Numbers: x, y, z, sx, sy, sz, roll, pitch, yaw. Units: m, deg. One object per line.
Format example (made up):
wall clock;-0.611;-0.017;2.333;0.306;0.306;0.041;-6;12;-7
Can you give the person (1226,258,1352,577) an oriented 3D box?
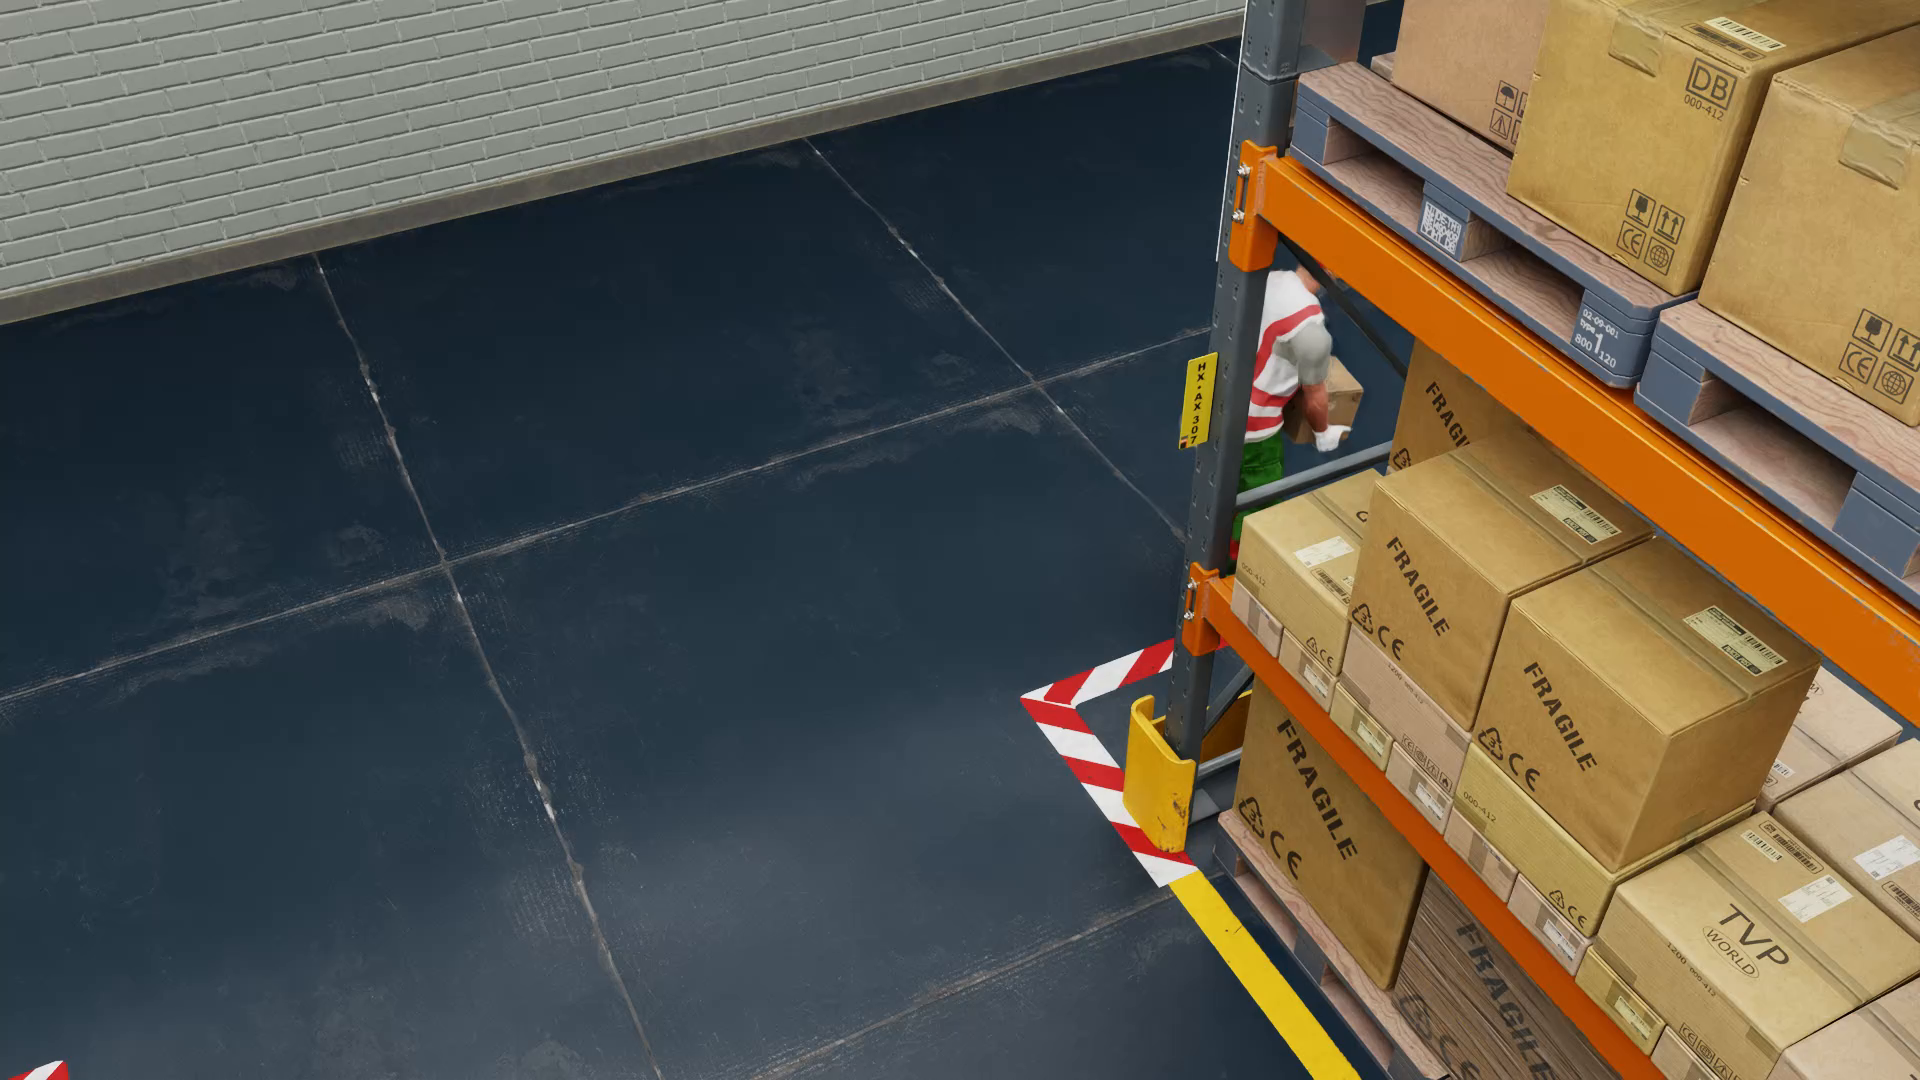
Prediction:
person;1.268;-0.519;6.787;0.607;1.725;0.482;-11;42;-13
